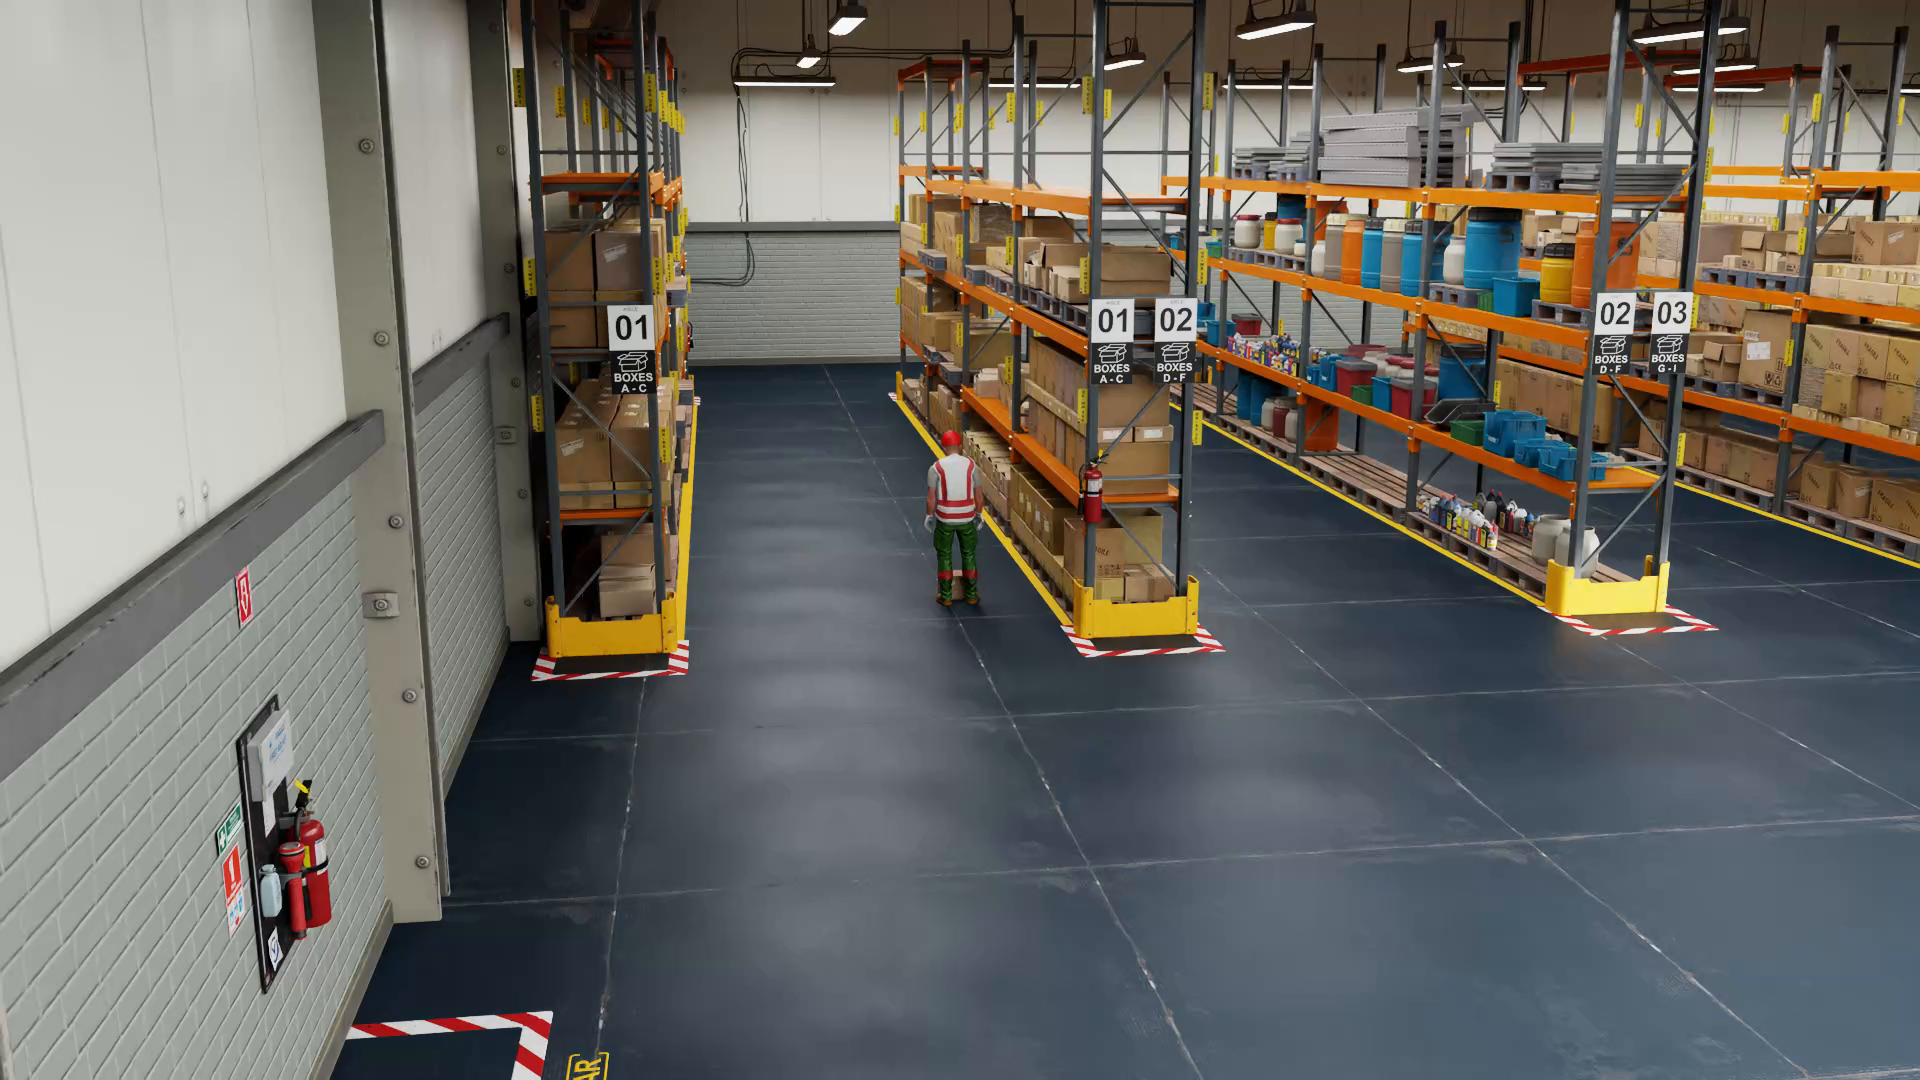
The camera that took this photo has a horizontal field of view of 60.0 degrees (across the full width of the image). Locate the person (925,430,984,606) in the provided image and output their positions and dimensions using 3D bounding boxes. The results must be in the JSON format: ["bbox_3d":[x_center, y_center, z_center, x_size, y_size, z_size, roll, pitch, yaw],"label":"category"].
[{"bbox_3d":[-0.055,-0.224,16.927,0.613,1.776,0.456,-2,13,-9],"label":"person"}]
